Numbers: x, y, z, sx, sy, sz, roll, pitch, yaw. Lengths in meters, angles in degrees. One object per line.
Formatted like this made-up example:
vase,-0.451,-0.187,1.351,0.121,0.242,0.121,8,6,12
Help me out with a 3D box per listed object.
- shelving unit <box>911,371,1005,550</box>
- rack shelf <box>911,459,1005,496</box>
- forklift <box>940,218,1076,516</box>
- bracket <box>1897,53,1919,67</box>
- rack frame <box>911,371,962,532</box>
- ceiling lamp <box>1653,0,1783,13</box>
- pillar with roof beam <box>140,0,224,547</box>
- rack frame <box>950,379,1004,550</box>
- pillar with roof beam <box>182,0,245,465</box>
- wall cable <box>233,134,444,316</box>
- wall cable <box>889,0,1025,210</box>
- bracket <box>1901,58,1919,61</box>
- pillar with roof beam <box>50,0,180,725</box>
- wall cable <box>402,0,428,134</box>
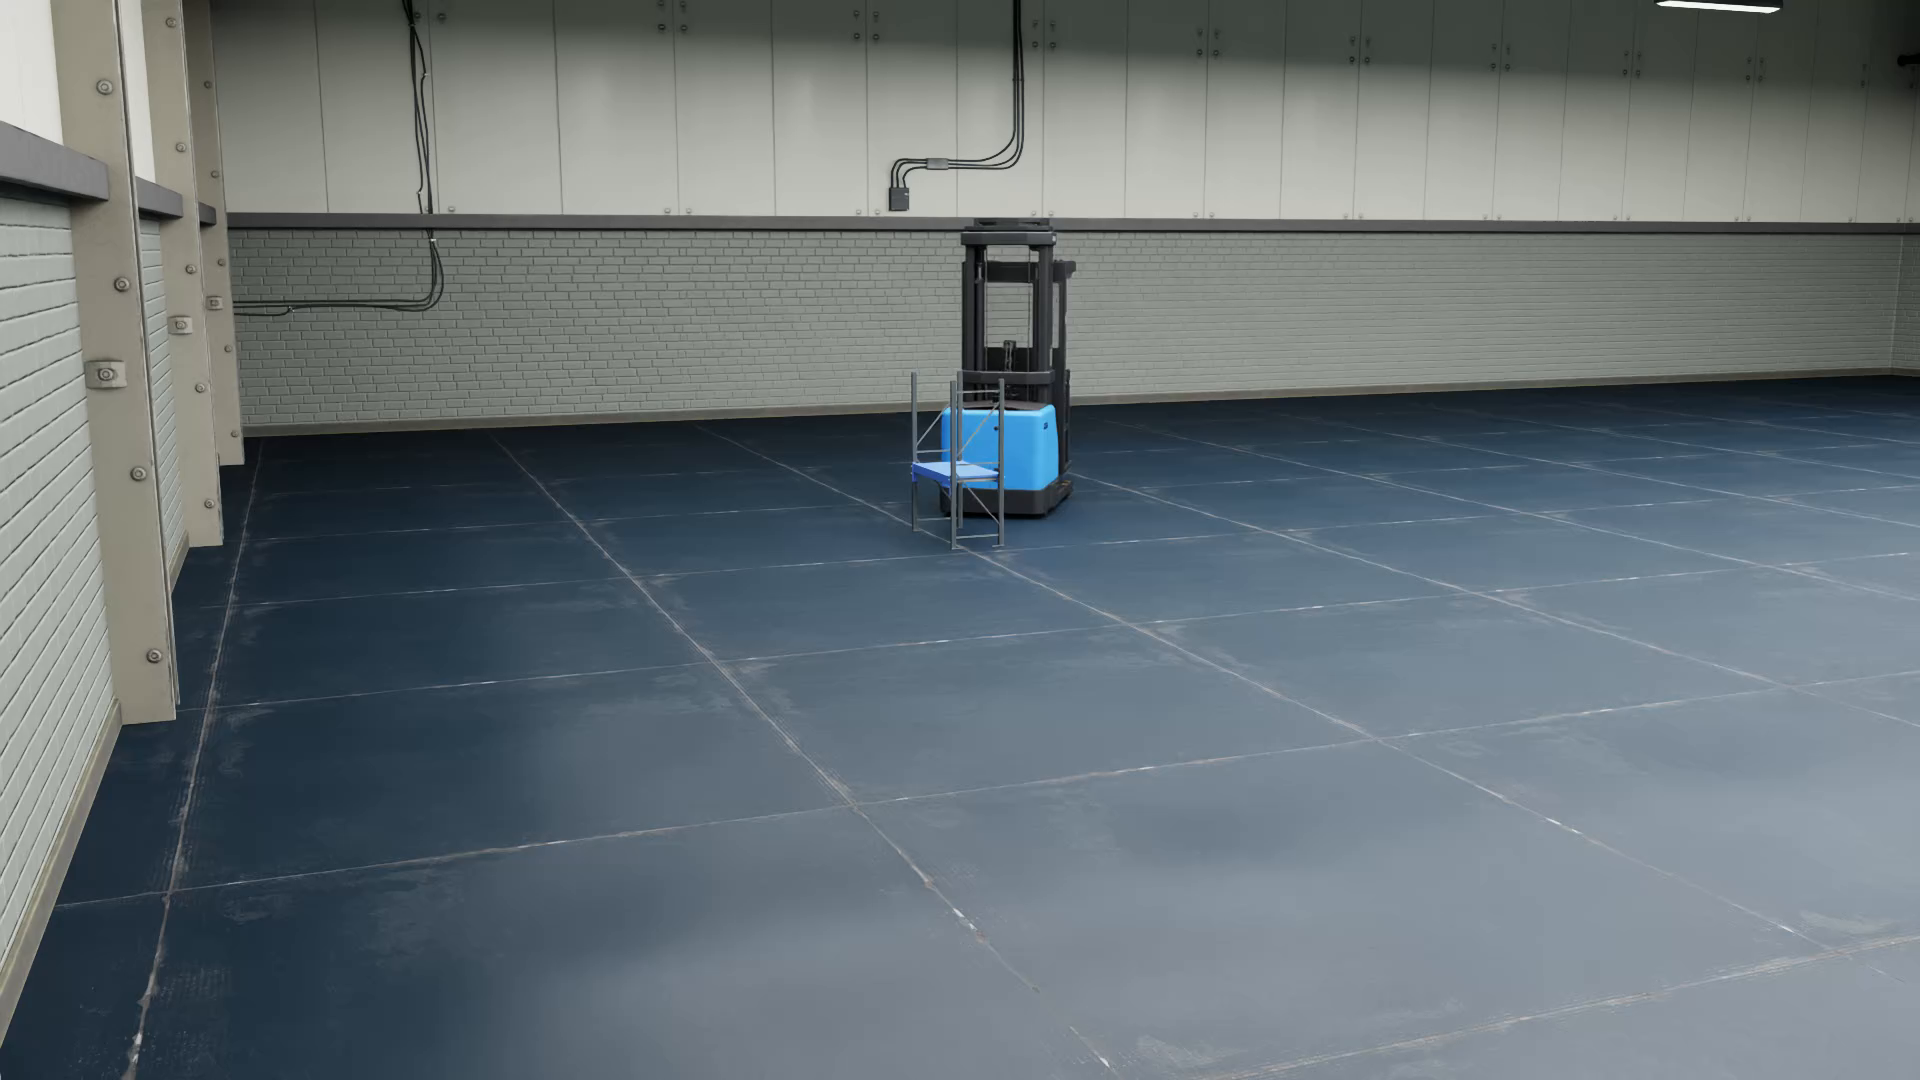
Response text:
shelving unit,-0.031,-0.752,15.197,0.538,1.500,1.048,-4,11,-21
rack shelf,-0.031,-0.575,15.228,0.538,0.185,1.000,-4,11,-21
forklift,0.611,-1.896,17.538,1.130,2.935,3.031,2,10,12
bracket,18.979,-9.589,33.186,0.235,0.232,0.430,-4,11,-21
rack frame,-0.215,-0.835,15.663,0.500,1.500,0.032,-4,11,-21
ceiling lamp,10.254,-8.848,22.627,2.000,3.185,0.800,-4,11,-21
pillar with roof beam,-2.854,-4.680,15.864,9.100,9.000,0.400,-4,11,-21
rack frame,0.153,-0.669,14.730,0.500,1.500,0.032,-4,11,-21
pillar with roof beam,-5.028,-5.659,21.370,9.100,9.000,0.400,-4,11,-21
wall cable,-8.875,-4.422,23.281,3.097,2.526,0.112,-4,11,-21
wall cable,-0.021,-8.225,26.084,2.305,6.003,0.169,-4,11,-21
bracket,19.193,-9.493,32.644,0.076,0.066,3.189,-4,11,-21
pillar with roof beam,-0.679,-3.700,10.358,9.100,9.000,0.400,-4,11,-21
wall cable,-6.354,-7.080,23.804,3.097,2.526,0.112,-4,11,-21
